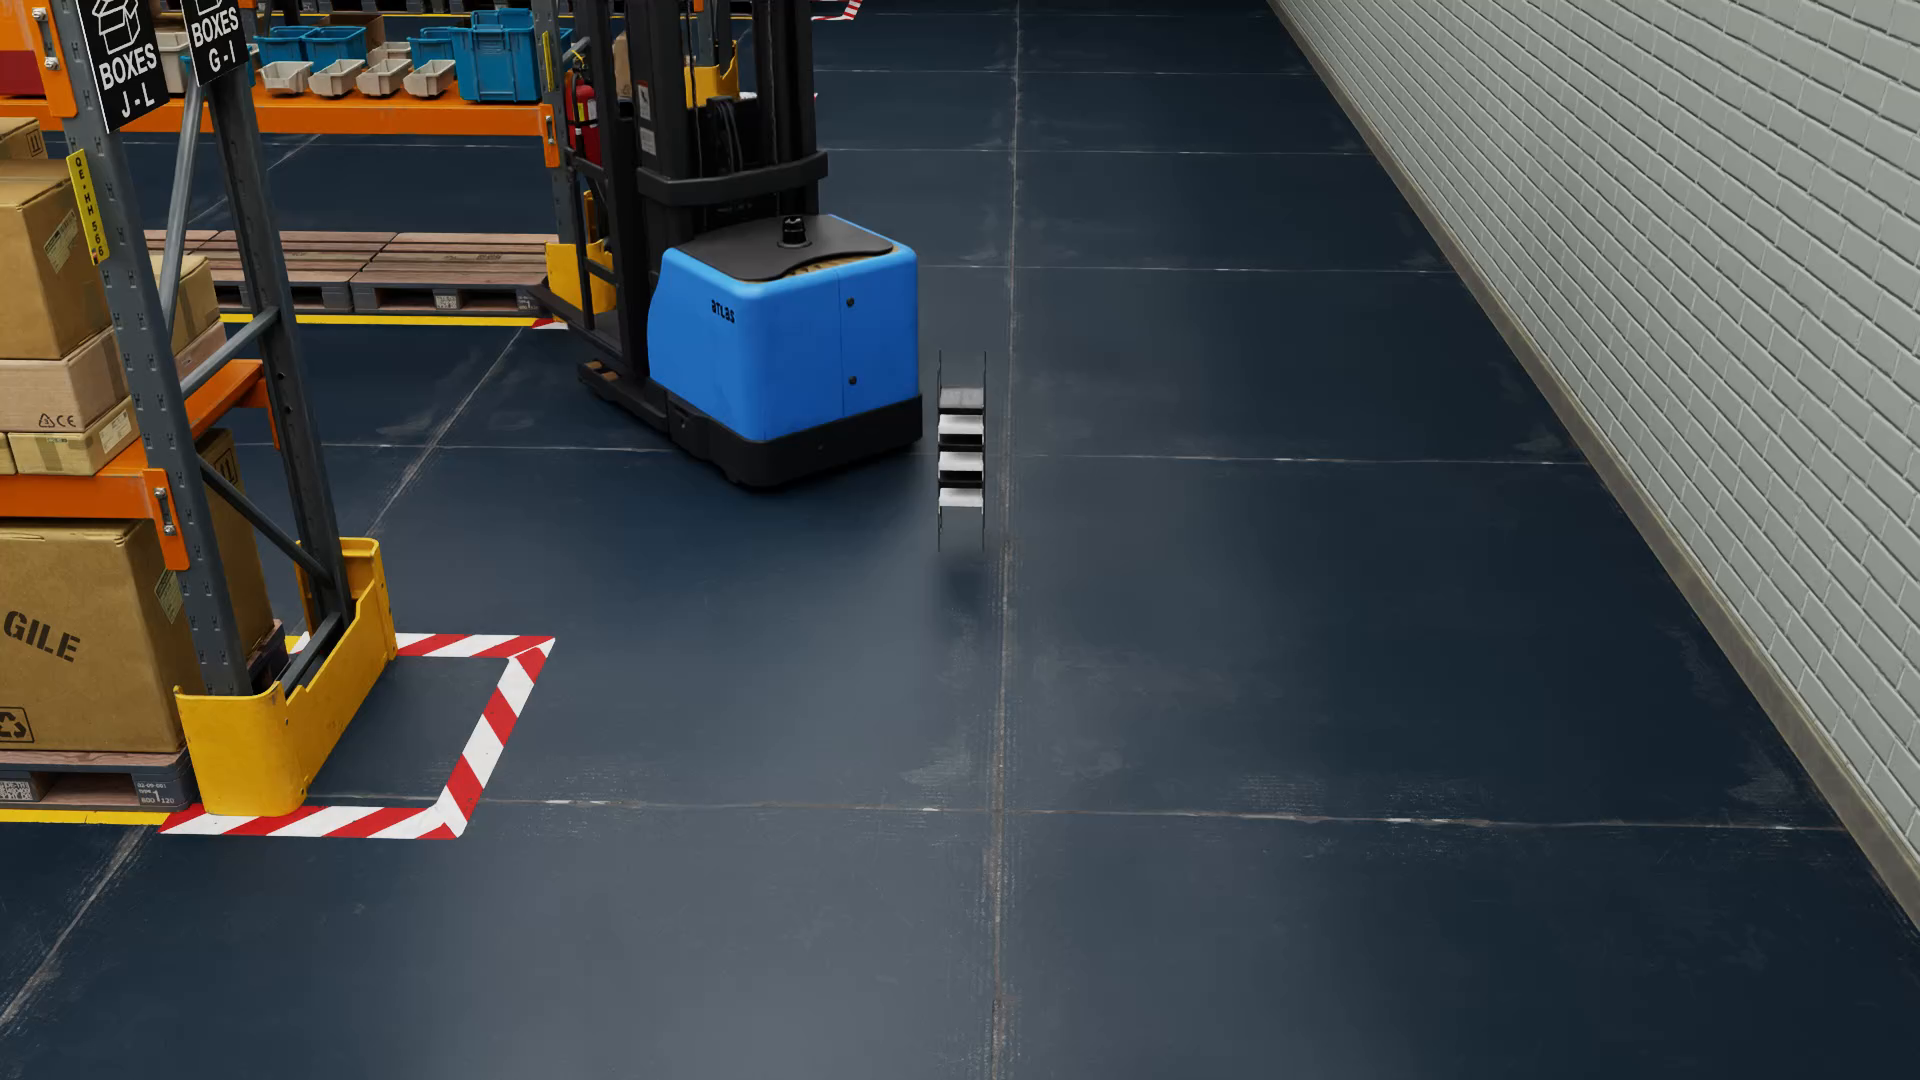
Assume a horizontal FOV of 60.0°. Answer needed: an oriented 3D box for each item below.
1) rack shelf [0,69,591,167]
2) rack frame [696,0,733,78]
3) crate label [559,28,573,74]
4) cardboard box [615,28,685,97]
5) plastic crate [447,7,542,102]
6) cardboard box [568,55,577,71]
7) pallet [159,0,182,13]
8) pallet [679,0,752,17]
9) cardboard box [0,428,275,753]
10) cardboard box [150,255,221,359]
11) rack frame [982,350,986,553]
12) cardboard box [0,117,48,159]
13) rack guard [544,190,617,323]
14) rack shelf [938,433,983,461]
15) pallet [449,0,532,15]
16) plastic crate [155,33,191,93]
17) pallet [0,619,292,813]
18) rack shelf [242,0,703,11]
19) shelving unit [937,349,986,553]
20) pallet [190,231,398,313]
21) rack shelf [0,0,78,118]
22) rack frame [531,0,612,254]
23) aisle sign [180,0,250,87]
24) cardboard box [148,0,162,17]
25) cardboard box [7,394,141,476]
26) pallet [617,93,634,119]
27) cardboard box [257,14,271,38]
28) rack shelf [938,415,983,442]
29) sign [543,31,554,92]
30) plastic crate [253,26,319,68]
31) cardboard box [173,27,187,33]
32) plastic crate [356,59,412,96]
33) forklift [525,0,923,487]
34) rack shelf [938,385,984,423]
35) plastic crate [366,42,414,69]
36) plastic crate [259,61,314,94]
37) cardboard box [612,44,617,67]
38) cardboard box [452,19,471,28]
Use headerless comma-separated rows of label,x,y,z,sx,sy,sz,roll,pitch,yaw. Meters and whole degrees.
rack shelf,-4.362,-2.653,10.320,4.000,0.370,1.077,1,28,2
rack frame,-2.185,-5.256,14.463,0.127,3.000,1.000,1,28,2
crate label,-2.599,-3.048,10.412,0.303,0.233,0.416,1,28,2
cardboard box,-2.737,-4.240,14.744,0.500,0.500,0.500,1,28,2
plastic crate,-2.705,-2.898,9.912,0.499,0.435,0.616,1,28,2
cardboard box,-3.686,-4.159,14.859,0.500,0.250,0.500,1,28,2
pallet,-9.224,-6.427,19.648,1.213,0.211,1.003,1,28,2
pallet,-2.816,-6.319,19.446,1.213,0.211,1.003,1,28,2
cardboard box,-3.181,0.161,6.064,0.875,0.875,0.875,1,28,2
cardboard box,-3.009,-0.819,5.934,0.500,0.250,0.500,0,28,0
rack frame,0.110,-0.396,7.536,0.006,0.900,0.240,1,28,2
cardboard box,-3.508,-1.158,5.774,0.500,0.500,0.500,0,28,1
rack guard,-2.339,-1.839,10.685,0.348,0.500,1.175,1,28,2
rack shelf,0.008,-0.448,7.512,0.200,0.077,0.258,1,28,2
pallet,-5.254,-6.360,19.522,1.213,0.211,1.003,1,28,2
plastic crate,-4.842,-2.866,10.017,0.530,0.282,0.437,1,28,2
pallet,-3.340,0.636,6.324,1.213,0.211,1.003,1,28,2
rack shelf,-4.184,-4.971,14.693,4.000,0.370,1.077,1,28,2
shelving unit,0.008,-0.397,7.539,0.210,0.900,0.258,1,28,2
pallet,-4.402,-1.759,10.842,1.213,0.211,1.003,1,28,2
rack shelf,-4.537,-1.660,5.244,4.000,0.370,1.077,1,28,2
rack frame,-2.364,-2.938,10.089,0.127,3.000,1.000,1,28,2
aisle sign,-2.456,-1.907,5.369,0.004,0.787,0.394,1,28,2
cardboard box,-7.657,-4.882,15.155,0.500,0.250,0.500,1,28,2
cardboard box,-2.906,-0.360,5.495,0.250,0.149,0.380,1,28,3
pallet,-3.058,-4.038,15.142,1.213,0.211,1.003,1,28,2
cardboard box,-6.657,-4.534,15.300,0.500,0.500,0.500,0,28,-1
rack shelf,0.008,-0.527,7.470,0.200,0.077,0.258,1,28,2
sign,-2.367,-2.752,9.564,0.005,0.325,0.100,1,28,2
plastic crate,-4.215,-3.075,10.463,0.300,0.233,0.416,1,28,2
cardboard box,-6.686,-4.286,14.832,0.500,0.500,0.500,1,28,2
plastic crate,-3.474,-2.788,10.024,0.243,0.136,0.396,1,28,2
forklift,-1.486,-2.181,8.735,1.130,2.935,3.031,-20,34,-32
rack shelf,0.008,-0.607,7.428,0.200,0.077,0.258,1,28,2
plastic crate,-3.594,-3.061,10.539,0.298,0.136,0.250,1,28,2
plastic crate,-4.050,-2.777,10.004,0.250,0.136,0.298,1,28,2
cardboard box,-3.218,-4.386,15.286,0.500,0.250,0.500,1,28,2
cardboard box,-4.305,-4.385,15.015,0.637,0.503,0.797,1,28,2
